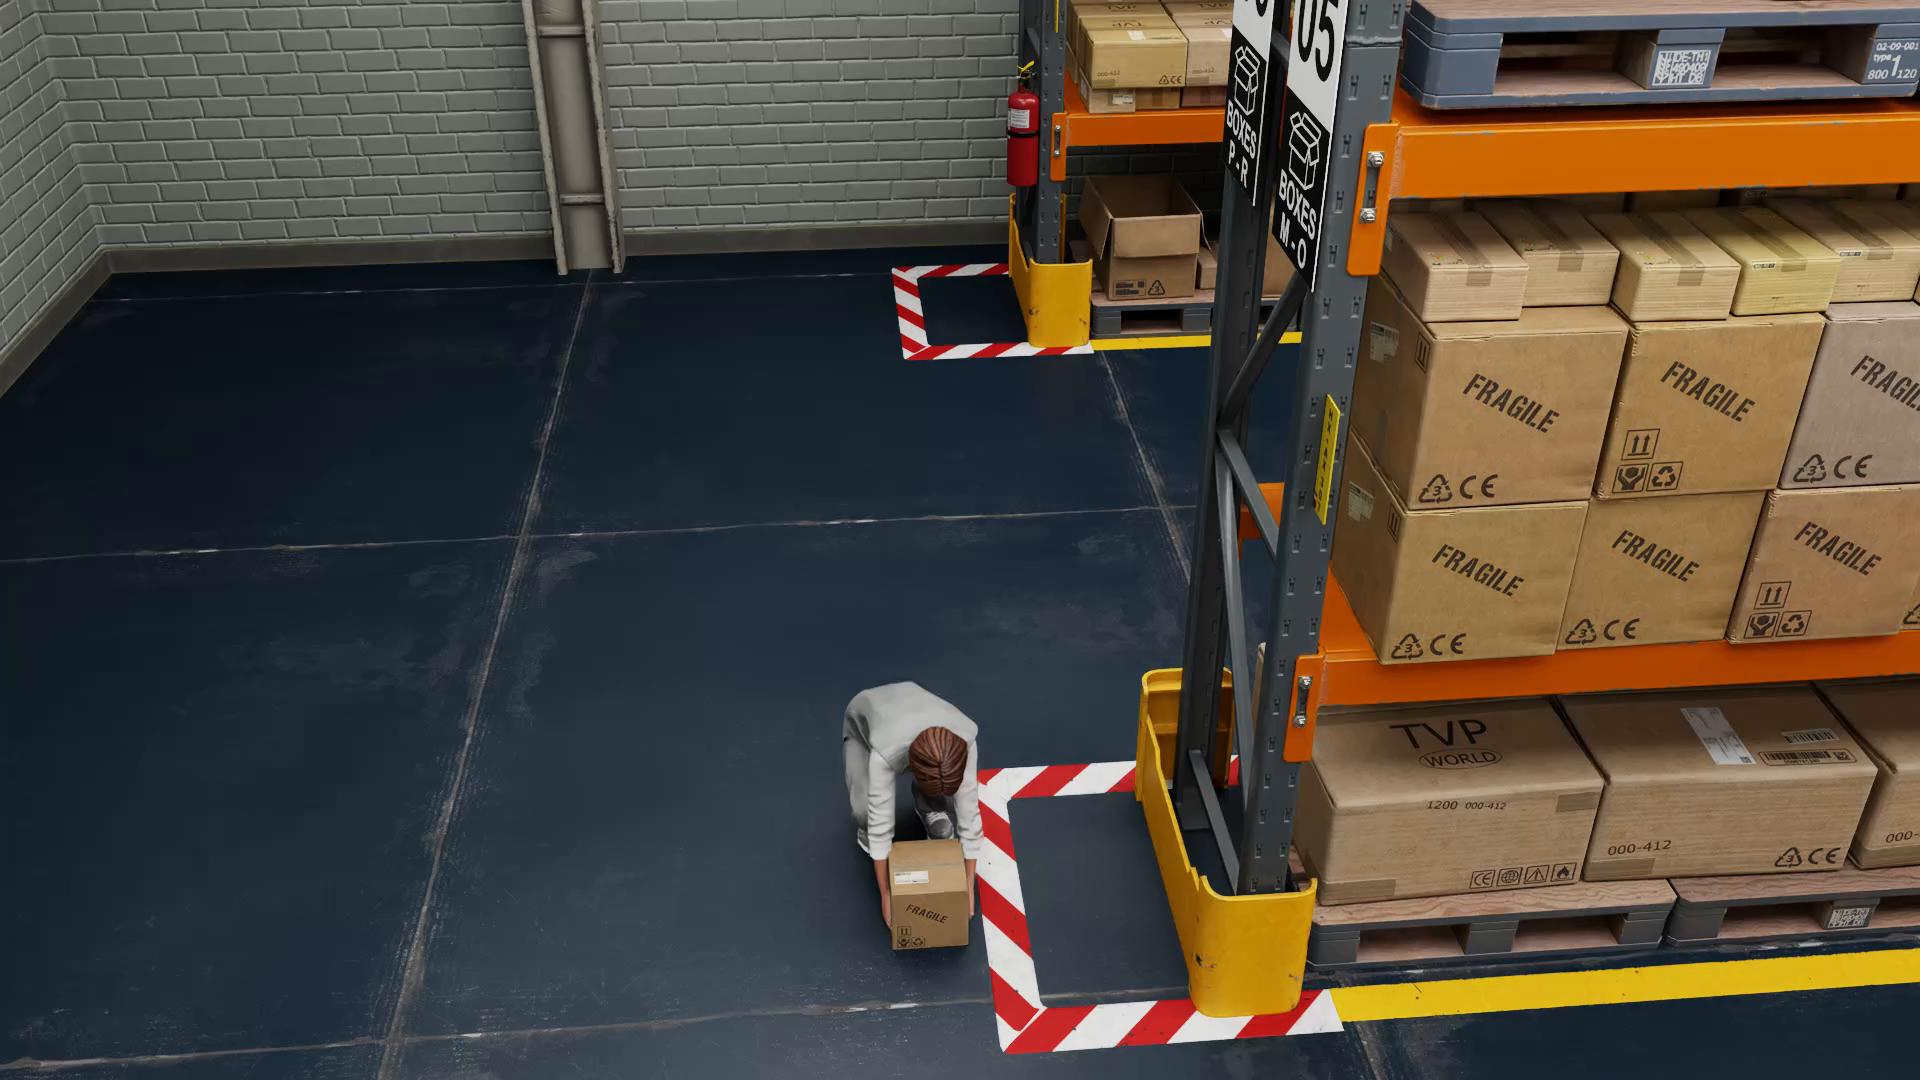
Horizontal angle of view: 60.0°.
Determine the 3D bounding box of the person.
[{"bbox_3d":[-0.172,0.798,5.672,0.435,0.768,0.815,-6,32,-10],"label":"person"}]
